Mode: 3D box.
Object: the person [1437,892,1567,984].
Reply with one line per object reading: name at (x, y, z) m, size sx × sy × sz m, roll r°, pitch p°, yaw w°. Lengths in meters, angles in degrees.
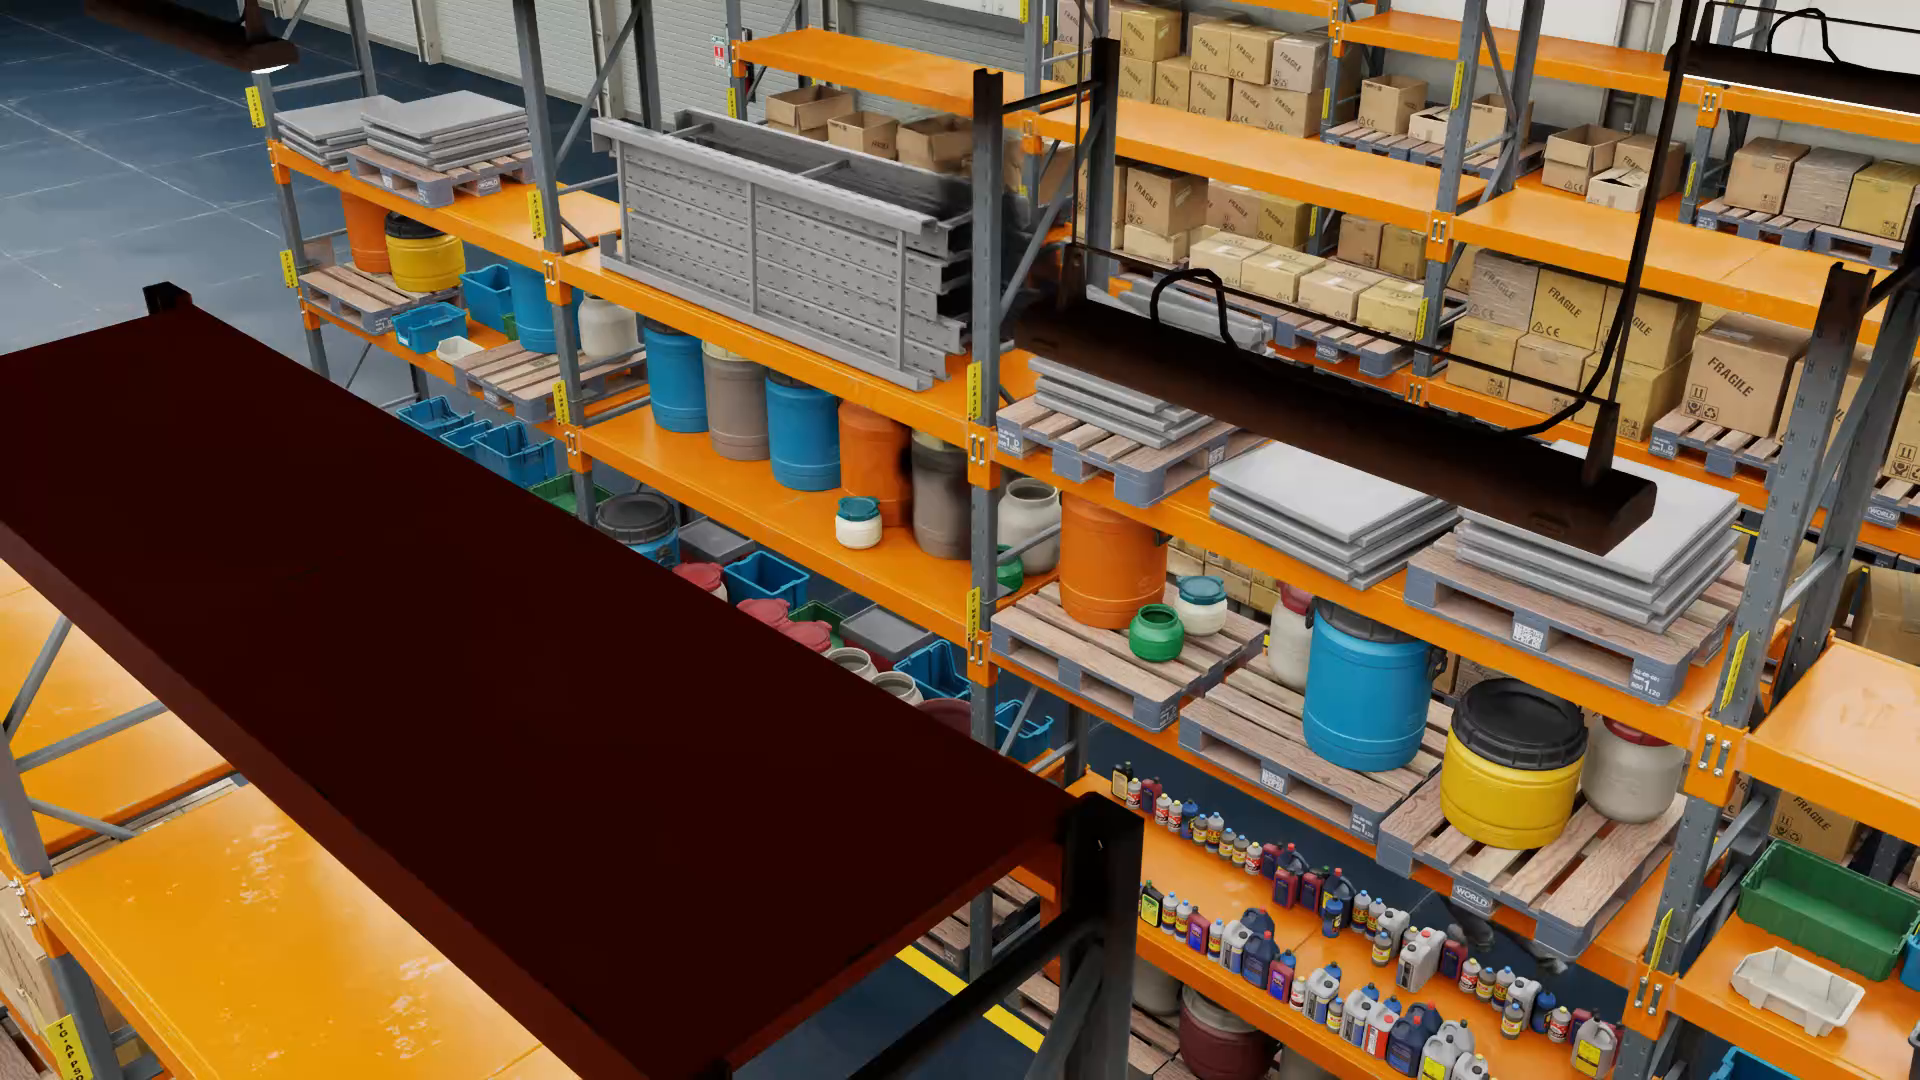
person at (3.499, 2.154, 10.562) m, size 0.858 × 1.651 × 0.669 m, roll 21°, pitch 36°, yaw 33°
